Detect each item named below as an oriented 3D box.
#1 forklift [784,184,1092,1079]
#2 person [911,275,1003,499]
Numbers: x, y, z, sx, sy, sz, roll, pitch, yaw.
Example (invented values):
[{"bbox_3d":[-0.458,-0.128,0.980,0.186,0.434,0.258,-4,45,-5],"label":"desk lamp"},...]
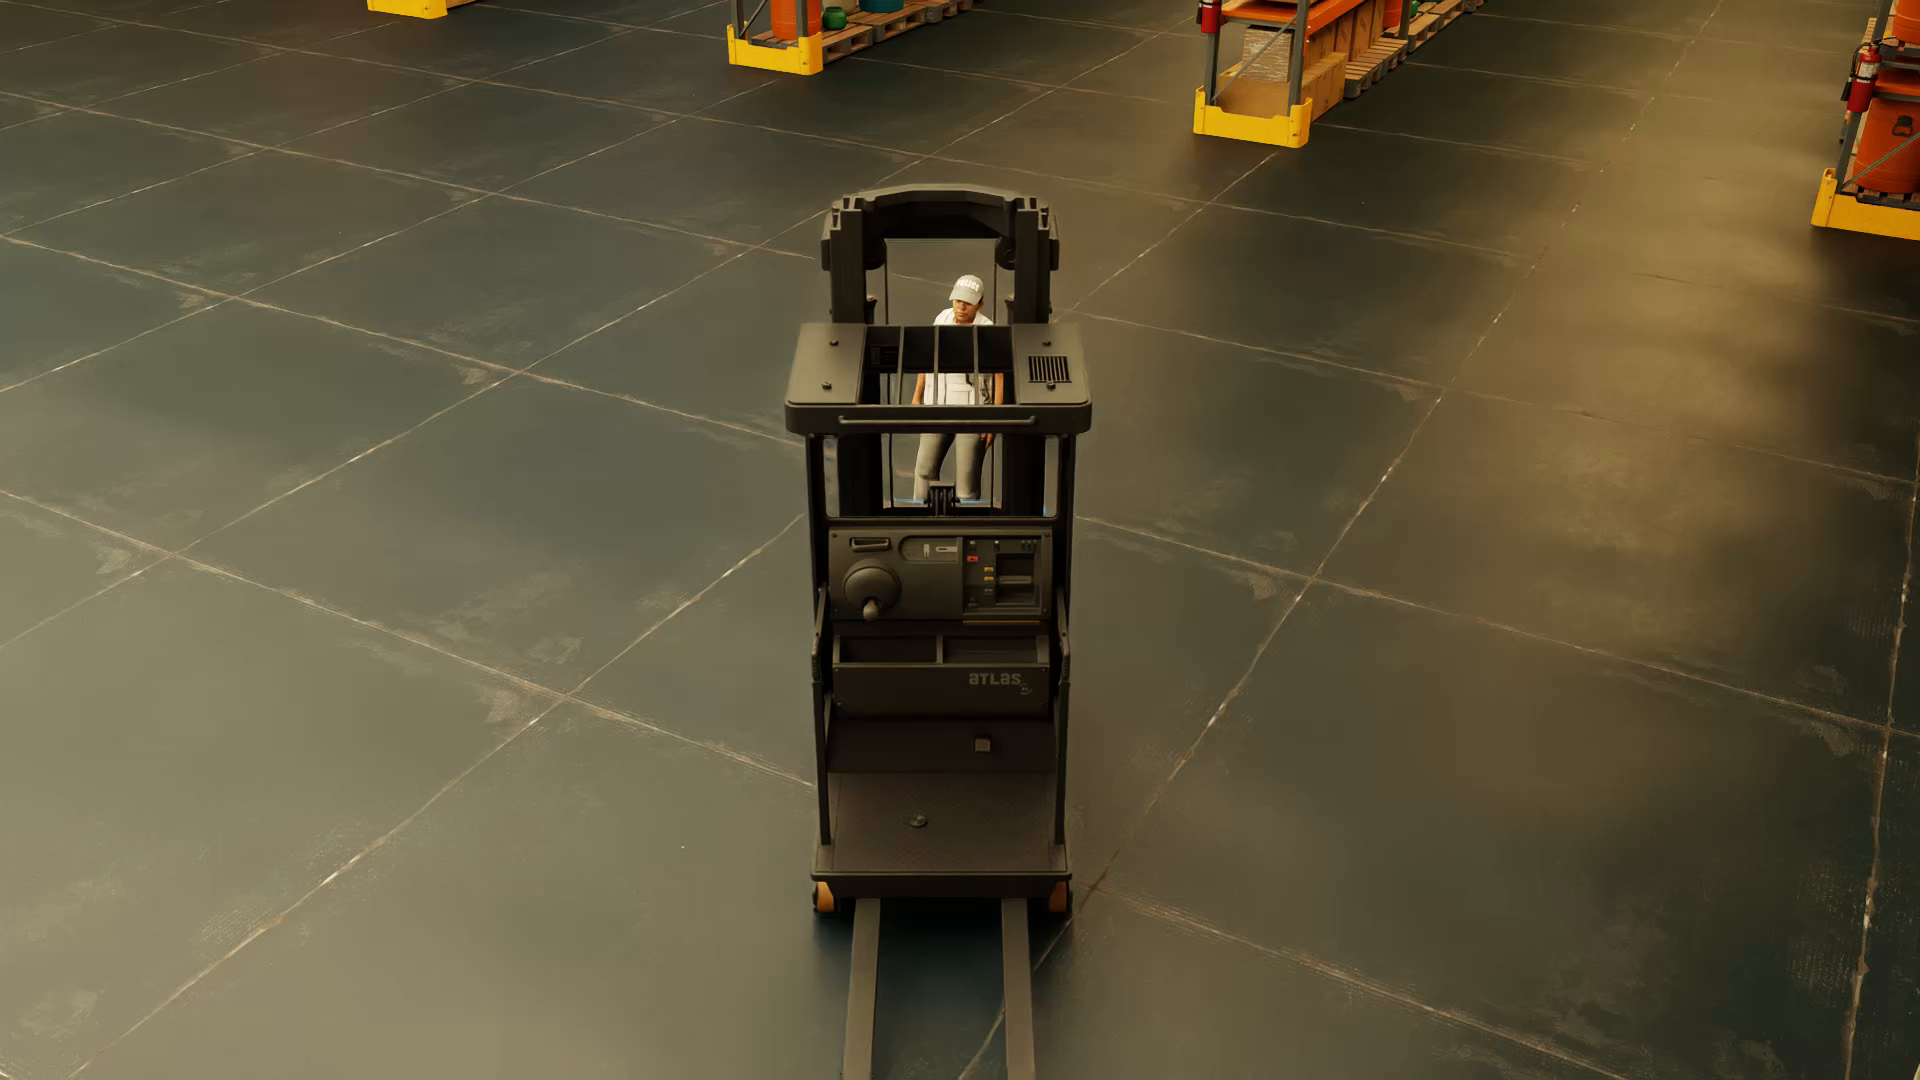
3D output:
[{"bbox_3d":[-0.077,0.189,6.743,1.130,2.935,3.031,0,30,0],"label":"forklift"},{"bbox_3d":[-0.057,-0.700,9.534,0.597,1.670,0.529,15,33,25],"label":"person"}]
